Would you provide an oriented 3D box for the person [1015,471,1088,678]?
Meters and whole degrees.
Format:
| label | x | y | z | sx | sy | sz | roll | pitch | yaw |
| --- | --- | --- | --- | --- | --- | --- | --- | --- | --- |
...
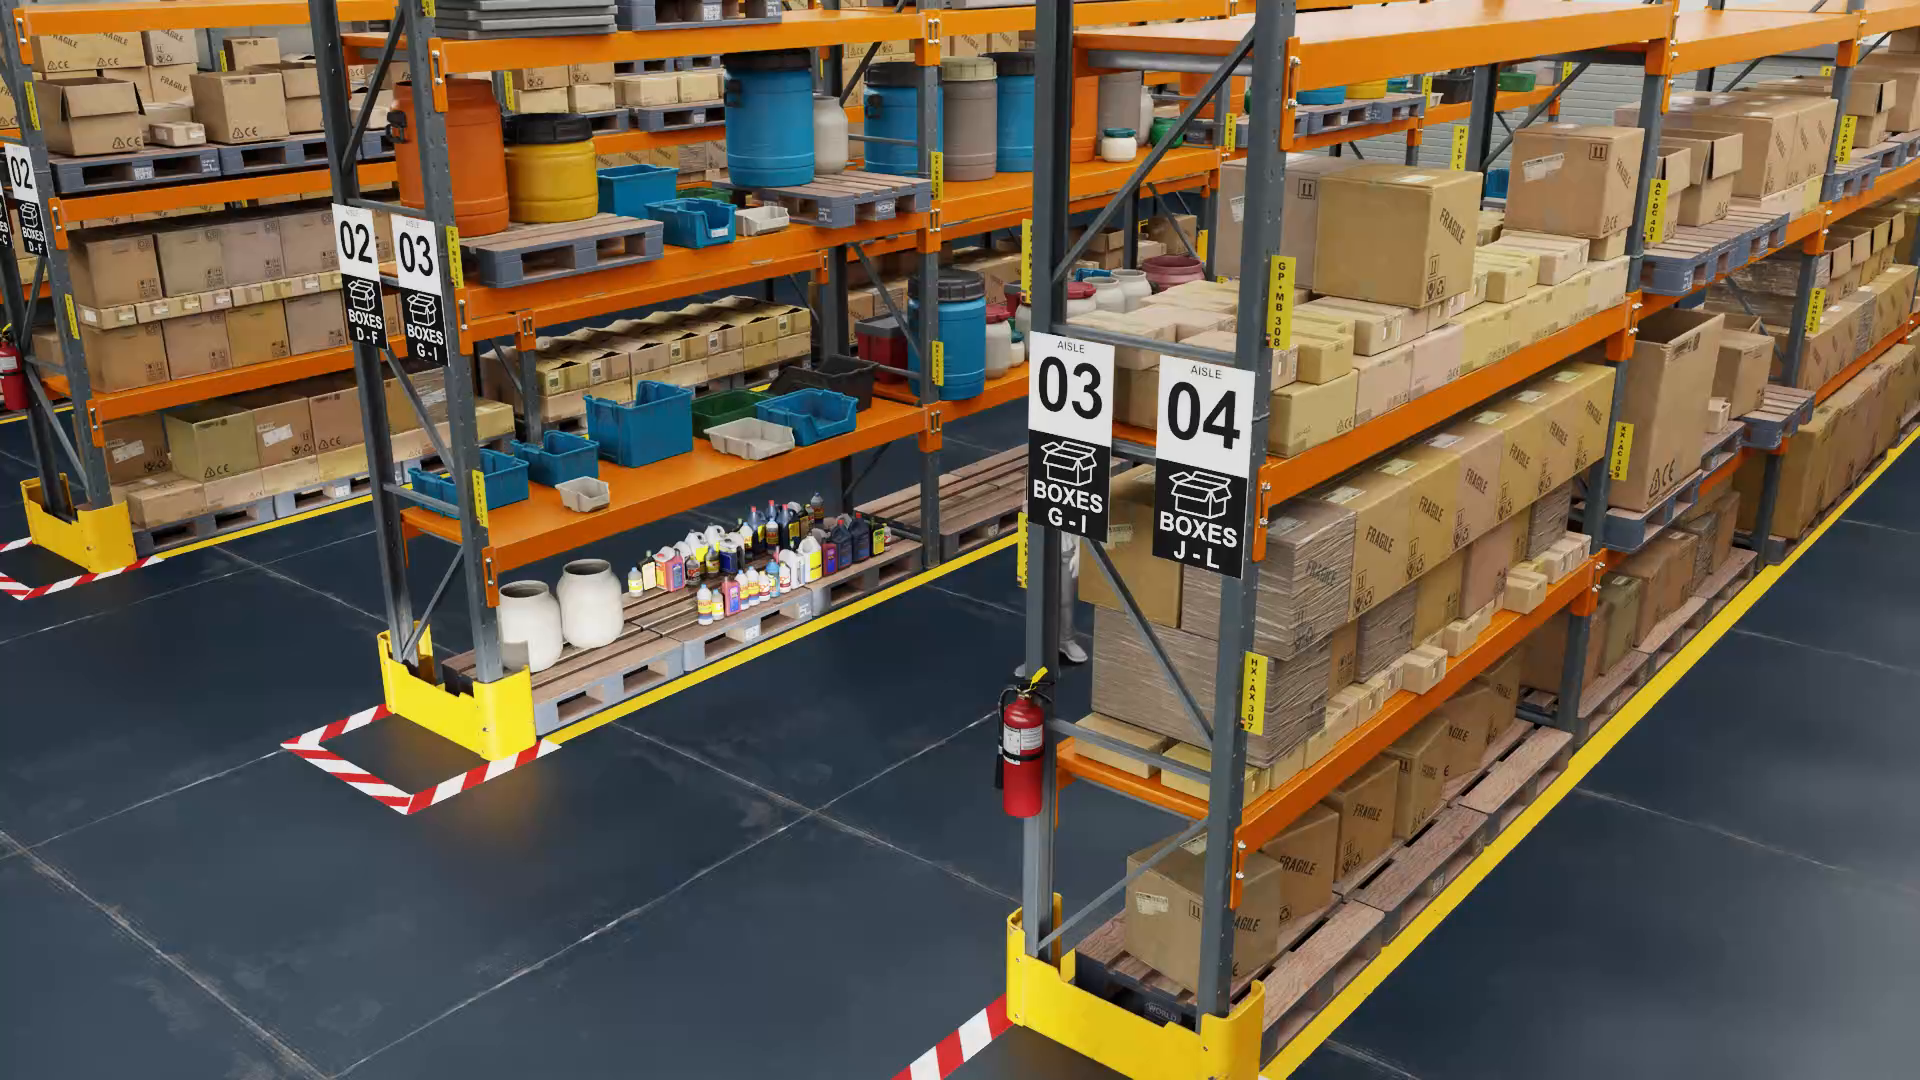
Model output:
| label | x | y | z | sx | sy | sz | roll | pitch | yaw |
| --- | --- | --- | --- | --- | --- | --- | --- | --- | --- |
| person | 0.628 | 0.059 | 10.887 | 0.493 | 1.684 | 0.521 | 6 | 21 | 16 |
